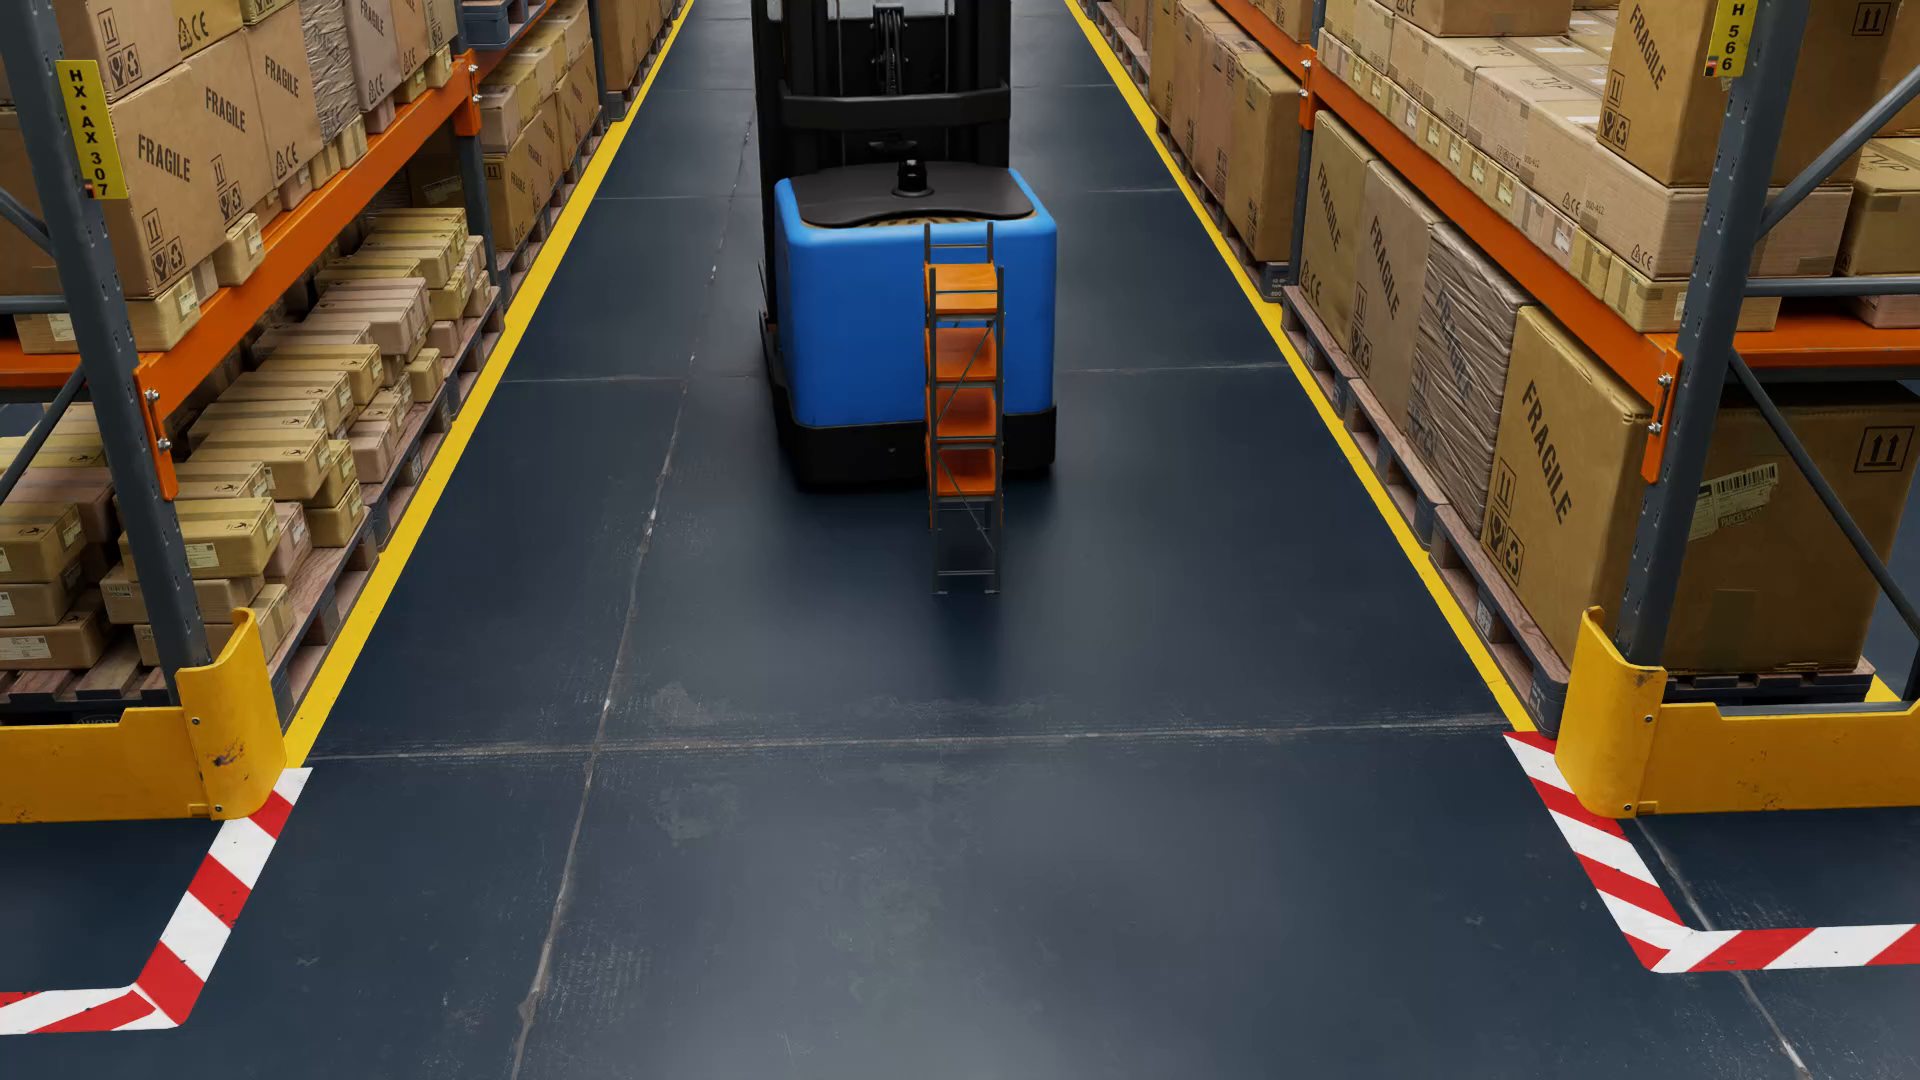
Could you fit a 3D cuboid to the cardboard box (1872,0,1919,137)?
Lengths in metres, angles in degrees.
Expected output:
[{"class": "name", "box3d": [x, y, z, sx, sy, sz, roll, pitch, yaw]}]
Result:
[{"class": "cardboard box", "box3d": [2.587, -1.497, 4.906, 0.500, 0.500, 0.500, -2, 28, -4]}]

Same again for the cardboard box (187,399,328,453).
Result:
[{"class": "cardboard box", "box3d": [-2.393, -0.359, 5.680, 0.380, 0.149, 0.250, -3, 28, -5]}]

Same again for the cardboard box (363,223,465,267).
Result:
[{"class": "cardboard box", "box3d": [-2.467, -1.325, 7.532, 0.380, 0.149, 0.250, -1, 28, -2]}]

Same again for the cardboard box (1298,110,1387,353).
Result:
[{"class": "cardboard box", "box3d": [2.114, -1.424, 7.581, 0.875, 0.875, 0.875, -1, 28, -3]}]

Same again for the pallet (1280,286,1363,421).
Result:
[{"class": "pallet", "box3d": [2.121, -0.898, 7.743, 1.003, 0.211, 1.213, -1, 28, -3]}]

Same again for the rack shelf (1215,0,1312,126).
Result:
[{"class": "rack shelf", "box3d": [2.055, -3.092, 9.712, 1.077, 0.370, 4.000, -1, 28, -3]}]

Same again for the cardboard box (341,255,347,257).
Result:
[{"class": "cardboard box", "box3d": [-3.099, -1.293, 7.792, 0.380, 0.149, 0.250, 0, 28, 0]}]

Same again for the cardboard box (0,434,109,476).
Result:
[{"class": "cardboard box", "box3d": [-2.967, -0.225, 5.423, 0.380, 0.149, 0.250, -2, 28, -4]}]

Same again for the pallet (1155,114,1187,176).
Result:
[{"class": "pallet", "box3d": [1.917, -2.732, 11.260, 1.003, 0.211, 1.213, -1, 28, -3]}]

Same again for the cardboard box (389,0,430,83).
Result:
[{"class": "cardboard box", "box3d": [-2.465, -2.134, 6.668, 0.500, 0.500, 0.500, -2, 28, -4]}]

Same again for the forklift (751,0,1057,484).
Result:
[{"class": "forklift", "box3d": [-0.370, -2.179, 7.258, 1.130, 2.935, 3.031, -4, 28, -9]}]

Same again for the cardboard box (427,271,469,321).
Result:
[{"class": "cardboard box", "box3d": [-2.407, -1.082, 7.388, 0.380, 0.149, 0.250, -2, 28, -4]}]

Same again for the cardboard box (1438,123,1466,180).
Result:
[{"class": "cardboard box", "box3d": [1.942, -1.391, 5.945, 0.380, 0.149, 0.250, -1, 28, -2]}]

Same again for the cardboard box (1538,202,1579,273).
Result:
[{"class": "cardboard box", "box3d": [1.994, -0.921, 5.045, 0.380, 0.149, 0.250, -1, 28, -3]}]

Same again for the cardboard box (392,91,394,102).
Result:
[{"class": "cardboard box", "box3d": [-2.529, -1.814, 6.757, 0.380, 0.149, 0.250, -2, 28, -4]}]

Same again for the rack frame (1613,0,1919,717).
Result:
[{"class": "rack frame", "box3d": [2.369, -0.640, 4.233, 1.000, 3.000, 0.127, -1, 28, -3]}]

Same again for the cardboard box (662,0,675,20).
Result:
[{"class": "cardboard box", "box3d": [-3.094, -5.013, 14.596, 1.050, 0.750, 0.750, -2, 28, -3]}]

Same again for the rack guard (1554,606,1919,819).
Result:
[{"class": "rack guard", "box3d": [2.370, 0.480, 4.790, 1.175, 0.500, 0.348, -1, 28, -3]}]

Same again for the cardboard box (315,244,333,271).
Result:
[{"class": "cardboard box", "box3d": [-2.970, -1.192, 7.276, 0.380, 0.149, 0.250, -2, 28, -3]}]

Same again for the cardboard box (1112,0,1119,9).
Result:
[{"class": "cardboard box", "box3d": [1.753, -4.984, 14.790, 0.700, 0.500, 0.500, -3, 28, -7]}]

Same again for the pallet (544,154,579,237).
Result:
[{"class": "pallet", "box3d": [-2.908, -2.102, 10.052, 1.003, 0.211, 1.213, -1, 28, -3]}]

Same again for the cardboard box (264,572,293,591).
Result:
[{"class": "cardboard box", "box3d": [-2.393, 0.143, 5.362, 0.380, 0.149, 0.250, -1, 28, -3]}]

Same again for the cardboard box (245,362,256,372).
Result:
[{"class": "cardboard box", "box3d": [-2.996, -0.696, 6.648, 0.380, 0.149, 0.250, -2, 28, -3]}]

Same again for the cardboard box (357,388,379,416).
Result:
[{"class": "cardboard box", "box3d": [-2.493, -0.598, 6.460, 0.380, 0.149, 0.250, 0, 28, 0]}]

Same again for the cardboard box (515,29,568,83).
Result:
[{"class": "cardboard box", "box3d": [-2.662, -2.894, 9.993, 0.500, 0.250, 0.500, -1, 28, -1]}]

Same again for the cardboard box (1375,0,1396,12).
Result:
[{"class": "cardboard box", "box3d": [1.947, -2.430, 6.695, 0.500, 0.500, 0.500, -1, 28, -3]}]

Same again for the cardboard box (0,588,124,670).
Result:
[{"class": "cardboard box", "box3d": [-2.826, 0.273, 5.111, 0.380, 0.149, 0.250, -1, 28, -2]}]

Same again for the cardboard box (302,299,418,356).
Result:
[{"class": "cardboard box", "box3d": [-2.379, -0.841, 6.605, 0.380, 0.149, 0.250, -2, 28, -4]}]

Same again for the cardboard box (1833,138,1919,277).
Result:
[{"class": "cardboard box", "box3d": [2.613, -0.933, 4.636, 0.500, 0.250, 0.500, -2, 28, -4]}]

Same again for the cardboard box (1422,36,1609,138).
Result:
[{"class": "cardboard box", "box3d": [1.994, -1.632, 5.977, 0.500, 0.250, 0.500, -1, 28, -3]}]

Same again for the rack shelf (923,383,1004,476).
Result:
[{"class": "rack shelf", "box3d": [0.009, -0.396, 5.857, 0.258, 0.148, 0.480, -1, 28, -3]}]

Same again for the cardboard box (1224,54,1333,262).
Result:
[{"class": "cardboard box", "box3d": [2.106, -2.026, 8.735, 1.225, 0.875, 0.875, -1, 28, -2]}]

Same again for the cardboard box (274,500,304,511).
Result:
[{"class": "cardboard box", "box3d": [-2.420, -0.108, 5.520, 0.380, 0.149, 0.250, -1, 28, -2]}]

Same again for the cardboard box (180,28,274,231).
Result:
[{"class": "cardboard box", "box3d": [-2.391, -1.203, 4.884, 0.500, 0.500, 0.500, -1, 28, -3]}]

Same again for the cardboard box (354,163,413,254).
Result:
[{"class": "cardboard box", "box3d": [-3.089, -1.828, 8.759, 0.500, 0.500, 0.500, -2, 28, -4]}]

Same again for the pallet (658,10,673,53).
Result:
[{"class": "pallet", "box3d": [-3.101, -4.518, 14.683, 1.003, 0.211, 1.213, -1, 28, -3]}]

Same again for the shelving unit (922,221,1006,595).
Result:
[{"class": "shelving unit", "box3d": [0.009, -0.456, 5.826, 0.258, 1.200, 0.503, -1, 28, -3]}]

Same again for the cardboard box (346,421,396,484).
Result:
[{"class": "cardboard box", "box3d": [-2.351, -0.325, 6.259, 0.380, 0.149, 0.250, -3, 28, -5]}]

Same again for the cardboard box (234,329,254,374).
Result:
[{"class": "cardboard box", "box3d": [-2.932, -0.713, 6.360, 0.380, 0.149, 0.250, -1, 28, -2]}]

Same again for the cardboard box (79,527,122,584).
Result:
[{"class": "cardboard box", "box3d": [-2.862, 0.020, 5.274, 0.380, 0.149, 0.250, -2, 28, -4]}]

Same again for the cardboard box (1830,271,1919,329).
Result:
[{"class": "cardboard box", "box3d": [2.680, -0.700, 4.621, 0.380, 0.149, 0.250, -1, 28, -2]}]

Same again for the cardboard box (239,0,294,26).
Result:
[{"class": "cardboard box", "box3d": [-2.386, -1.874, 5.088, 0.500, 0.500, 0.500, -2, 28, -4]}]

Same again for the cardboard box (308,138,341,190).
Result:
[{"class": "cardboard box", "box3d": [-2.412, -1.332, 5.832, 0.380, 0.149, 0.250, 0, 28, -1]}]

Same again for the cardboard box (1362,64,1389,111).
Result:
[{"class": "cardboard box", "box3d": [1.886, -1.867, 6.857, 0.380, 0.149, 0.250, -2, 28, -4]}]

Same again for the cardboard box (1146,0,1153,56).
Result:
[{"class": "cardboard box", "box3d": [1.854, -3.986, 12.876, 0.700, 0.500, 0.500, -4, 28, -7]}]

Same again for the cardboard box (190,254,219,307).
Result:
[{"class": "cardboard box", "box3d": [-2.334, -0.729, 4.676, 0.380, 0.149, 0.250, 0, 28, -1]}]

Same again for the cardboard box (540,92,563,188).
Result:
[{"class": "cardboard box", "box3d": [-2.643, -2.325, 9.714, 0.500, 0.500, 0.500, -1, 28, -2]}]

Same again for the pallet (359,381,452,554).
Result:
[{"class": "pallet", "box3d": [-2.662, -0.303, 6.604, 1.003, 0.211, 1.213, -1, 28, -3]}]

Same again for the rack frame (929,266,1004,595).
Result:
[{"class": "rack frame", "box3d": [0.021, -0.343, 5.610, 0.240, 1.200, 0.015, -1, 28, -3]}]
